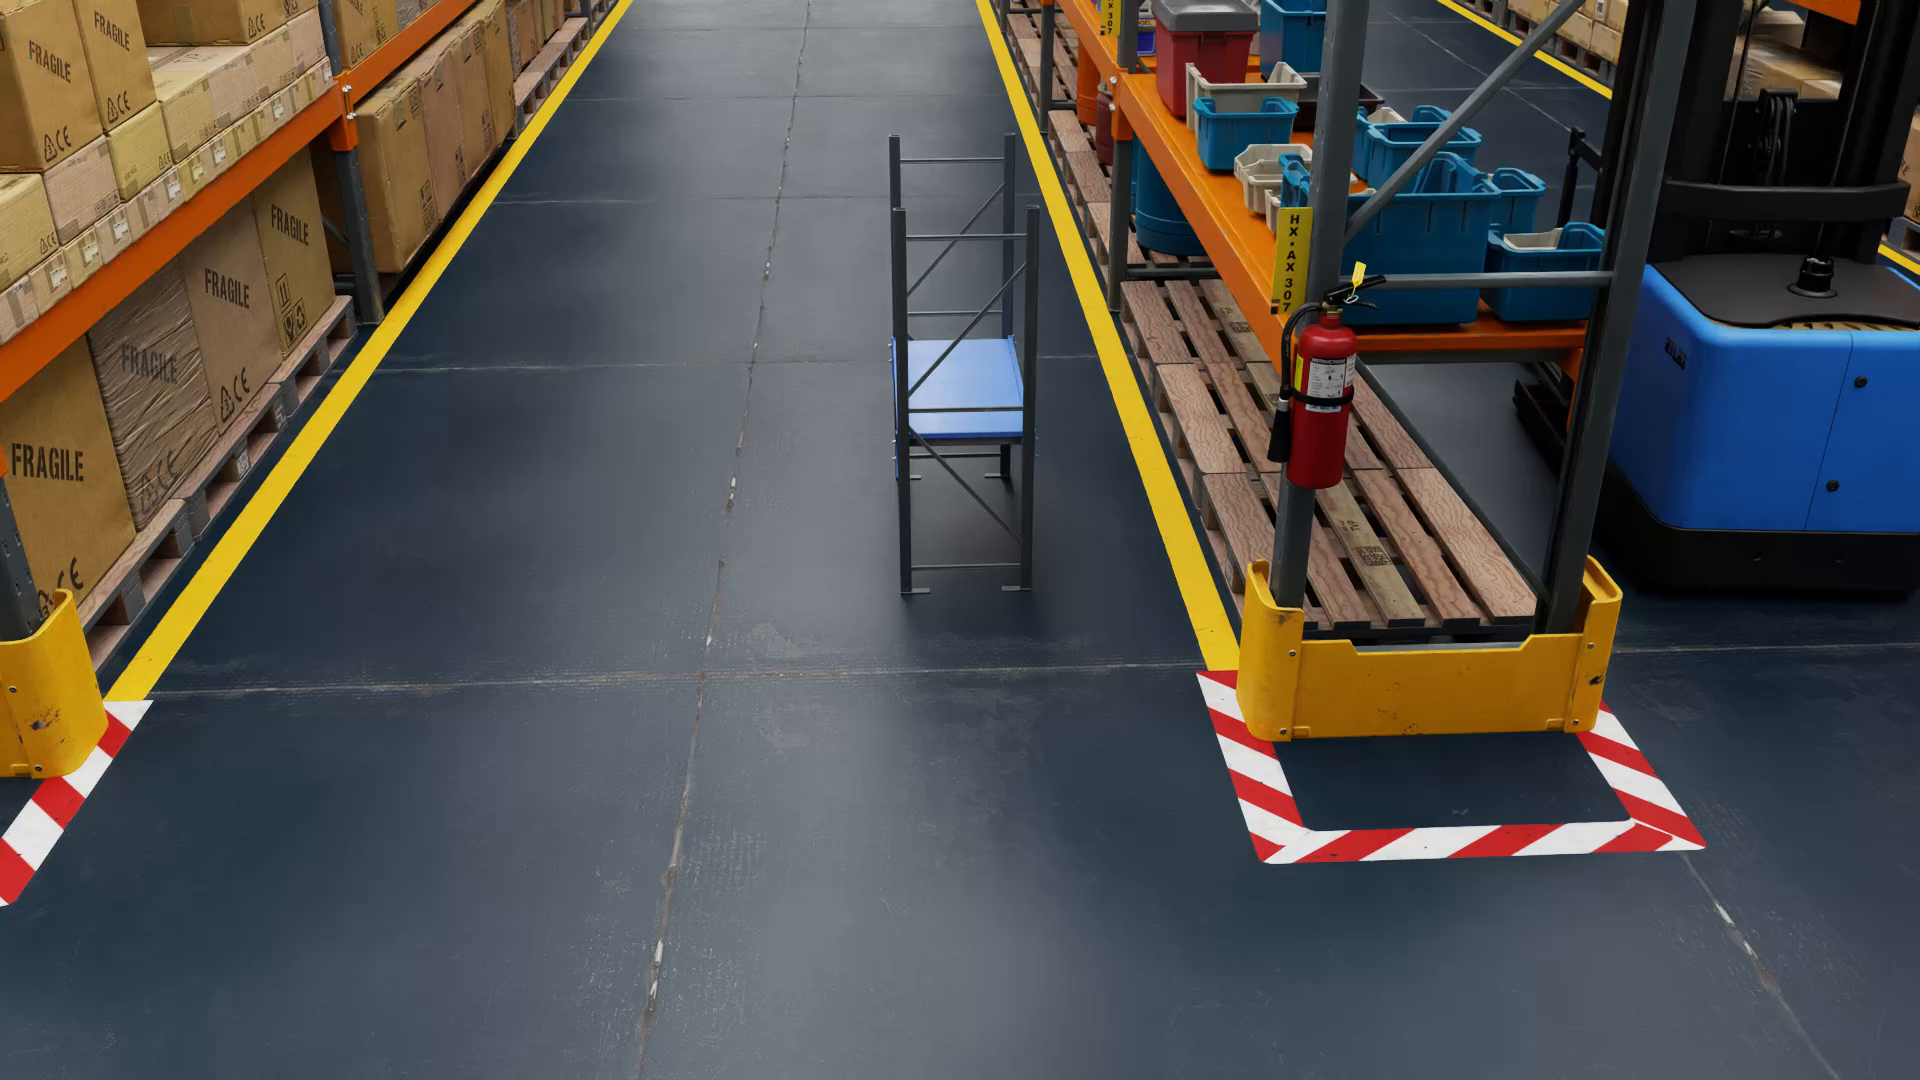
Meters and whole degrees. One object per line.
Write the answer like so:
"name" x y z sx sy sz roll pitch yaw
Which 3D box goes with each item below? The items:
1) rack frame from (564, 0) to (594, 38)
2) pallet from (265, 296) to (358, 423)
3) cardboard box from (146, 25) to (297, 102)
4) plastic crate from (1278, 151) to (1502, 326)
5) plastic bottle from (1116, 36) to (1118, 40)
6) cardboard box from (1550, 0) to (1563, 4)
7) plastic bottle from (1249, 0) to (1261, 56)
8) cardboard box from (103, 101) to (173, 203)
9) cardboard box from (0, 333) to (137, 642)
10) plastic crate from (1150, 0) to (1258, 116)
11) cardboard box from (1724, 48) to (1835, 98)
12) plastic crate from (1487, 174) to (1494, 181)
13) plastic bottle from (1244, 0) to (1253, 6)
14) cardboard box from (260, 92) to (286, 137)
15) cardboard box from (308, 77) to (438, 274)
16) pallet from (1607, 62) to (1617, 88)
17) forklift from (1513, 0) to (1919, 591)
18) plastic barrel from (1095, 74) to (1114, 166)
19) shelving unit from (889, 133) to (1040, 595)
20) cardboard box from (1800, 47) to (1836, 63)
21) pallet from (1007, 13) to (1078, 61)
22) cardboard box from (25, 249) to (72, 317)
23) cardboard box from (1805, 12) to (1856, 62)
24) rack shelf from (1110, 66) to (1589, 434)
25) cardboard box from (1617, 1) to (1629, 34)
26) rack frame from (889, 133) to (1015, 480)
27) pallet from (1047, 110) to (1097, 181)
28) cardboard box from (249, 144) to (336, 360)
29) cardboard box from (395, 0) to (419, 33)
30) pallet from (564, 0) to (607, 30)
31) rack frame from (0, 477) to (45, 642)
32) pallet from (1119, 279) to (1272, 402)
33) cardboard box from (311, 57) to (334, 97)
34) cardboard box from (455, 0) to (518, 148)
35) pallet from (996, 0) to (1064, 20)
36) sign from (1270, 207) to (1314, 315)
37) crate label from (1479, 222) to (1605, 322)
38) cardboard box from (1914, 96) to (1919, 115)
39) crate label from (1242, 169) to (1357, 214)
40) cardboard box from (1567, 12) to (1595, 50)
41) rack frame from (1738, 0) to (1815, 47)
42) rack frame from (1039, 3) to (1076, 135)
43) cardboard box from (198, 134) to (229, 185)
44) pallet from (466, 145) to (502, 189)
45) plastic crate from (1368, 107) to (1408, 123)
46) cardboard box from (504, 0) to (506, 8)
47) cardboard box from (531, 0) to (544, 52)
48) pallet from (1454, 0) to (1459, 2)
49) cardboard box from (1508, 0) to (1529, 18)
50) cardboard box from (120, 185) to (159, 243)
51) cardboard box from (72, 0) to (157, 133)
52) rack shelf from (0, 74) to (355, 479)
"rack frame" -4.048 -6.190 15.375 1.000 3.000 0.127 -1 28 -3
"pallet" -3.668 -0.906 8.260 1.003 0.211 1.213 -1 28 -3
"cardboard box" -3.315 -2.125 7.421 0.500 0.250 0.500 -1 28 -1
"plastic crate" 1.321 -0.961 5.245 0.616 0.435 0.499 -1 28 -3
"plastic bottle" 0.954 -2.903 9.207 0.152 0.276 0.135 -1 28 -3
"cardboard box" 5.667 -4.976 14.961 0.500 0.311 0.500 -2 28 -4
"plastic bottle" 1.620 -2.783 8.895 0.144 0.351 0.185 -1 28 -3
"cardboard box" -3.233 -1.414 6.058 0.500 0.250 0.500 -2 28 -4
"cardboard box" -3.534 -0.186 5.707 0.875 0.875 0.875 -1 28 -3
"plastic crate" 1.113 -2.252 7.690 0.402 0.464 0.583 -1 28 -3
"cardboard box" 5.826 -3.209 11.886 0.500 0.500 0.500 -2 28 -5
"plastic crate" 1.872 -1.263 6.149 0.250 0.136 0.298 -1 28 -3
"plastic bottle" 1.654 -2.952 9.301 0.152 0.276 0.135 -1 28 -3
"cardboard box" -3.246 -1.895 7.412 0.380 0.149 0.250 -1 28 -2
"cardboard box" -3.683 -2.035 9.252 1.225 0.875 0.875 -1 28 -2
"pallet" 6.050 -3.725 13.664 1.003 0.211 1.213 -1 28 -3
"forklift" 3.179 -1.751 6.937 1.130 2.935 3.031 1 28 2
"plastic barrel" 1.209 -2.833 11.091 0.600 0.588 0.708 -1 28 -3
"shelving unit" -0.004 -0.704 6.479 0.538 1.500 1.048 -1 28 -3
"cardboard box" 6.338 -3.241 11.948 0.500 0.500 0.500 0 28 -1
"pallet" 0.978 -4.712 15.556 1.003 0.211 1.213 -1 28 -3
"cardboard box" -3.125 -0.828 5.365 0.380 0.149 0.250 -2 28 -3
"cardboard box" 6.345 -3.548 11.725 0.500 0.250 0.500 0 28 -1
"rack shelf" 1.421 -1.373 6.917 1.077 0.370 4.000 -1 28 -3
"cardboard box" 5.747 -4.272 13.610 0.500 0.311 0.500 -2 28 -3
"rack frame" -0.031 -0.939 6.929 0.500 1.500 0.032 -1 28 -3
"pallet" 1.190 -2.863 12.012 1.003 0.211 1.213 -1 28 -3
"cardboard box" -3.675 -1.433 8.098 0.875 0.875 0.875 -1 28 -3
"cardboard box" -3.457 -3.222 9.576 0.500 0.500 0.500 -2 28 -4
"pallet" -4.118 -5.263 16.613 1.003 0.211 1.213 -1 28 -3
"rack frame" -3.421 -0.649 4.750 1.000 3.000 0.127 -1 28 -3
"pallet" 1.394 -1.040 8.517 1.003 0.211 1.213 -1 28 -3
"cardboard box" -3.287 -2.252 8.095 0.380 0.149 0.250 -1 28 -2
"cardboard box" -3.823 -3.268 11.616 1.225 0.875 0.875 -3 28 -5
"pallet" 0.905 -5.385 16.846 1.003 0.211 1.213 -1 28 -3
"sign" 0.977 -0.820 4.902 0.100 0.325 0.005 -1 28 -3
"crate label" 1.841 -0.843 5.238 0.416 0.233 0.303 -1 28 -3
"cardboard box" 5.908 -2.501 10.529 0.500 0.500 0.500 -1 28 -2
"crate label" 1.262 -1.312 6.243 0.396 0.136 0.243 -1 28 -3
"cardboard box" 5.700 -4.492 14.639 0.500 0.250 0.500 -1 28 -2
"rack frame" 6.054 -4.581 12.289 1.000 3.000 0.127 -1 28 -3
"rack frame" 1.108 -4.463 12.063 1.000 3.000 0.127 -1 28 -3
"cardboard box" -3.207 -1.541 6.732 0.380 0.149 0.250 -1 28 -2
"pallet" -3.873 -2.741 11.777 1.003 0.211 1.213 -1 28 -3
"plastic crate" 1.708 -1.728 7.040 0.293 0.136 0.466 -1 28 -3
"cardboard box" -3.941 -4.316 13.197 0.500 0.250 0.500 2 28 3
"cardboard box" -4.001 -4.514 14.388 0.700 0.500 0.500 -4 28 -7
"pallet" 5.779 -6.125 18.264 1.003 0.211 1.213 -1 28 -3
"cardboard box" 5.619 -5.203 16.001 0.500 0.250 0.500 -2 28 -4
"cardboard box" -3.165 -1.184 6.047 0.380 0.149 0.250 -2 28 -4
"cardboard box" -3.236 -1.745 5.881 0.500 0.500 0.500 -2 28 -4
"rack shelf" -3.525 -1.253 6.687 1.077 0.370 4.000 -1 28 -3
